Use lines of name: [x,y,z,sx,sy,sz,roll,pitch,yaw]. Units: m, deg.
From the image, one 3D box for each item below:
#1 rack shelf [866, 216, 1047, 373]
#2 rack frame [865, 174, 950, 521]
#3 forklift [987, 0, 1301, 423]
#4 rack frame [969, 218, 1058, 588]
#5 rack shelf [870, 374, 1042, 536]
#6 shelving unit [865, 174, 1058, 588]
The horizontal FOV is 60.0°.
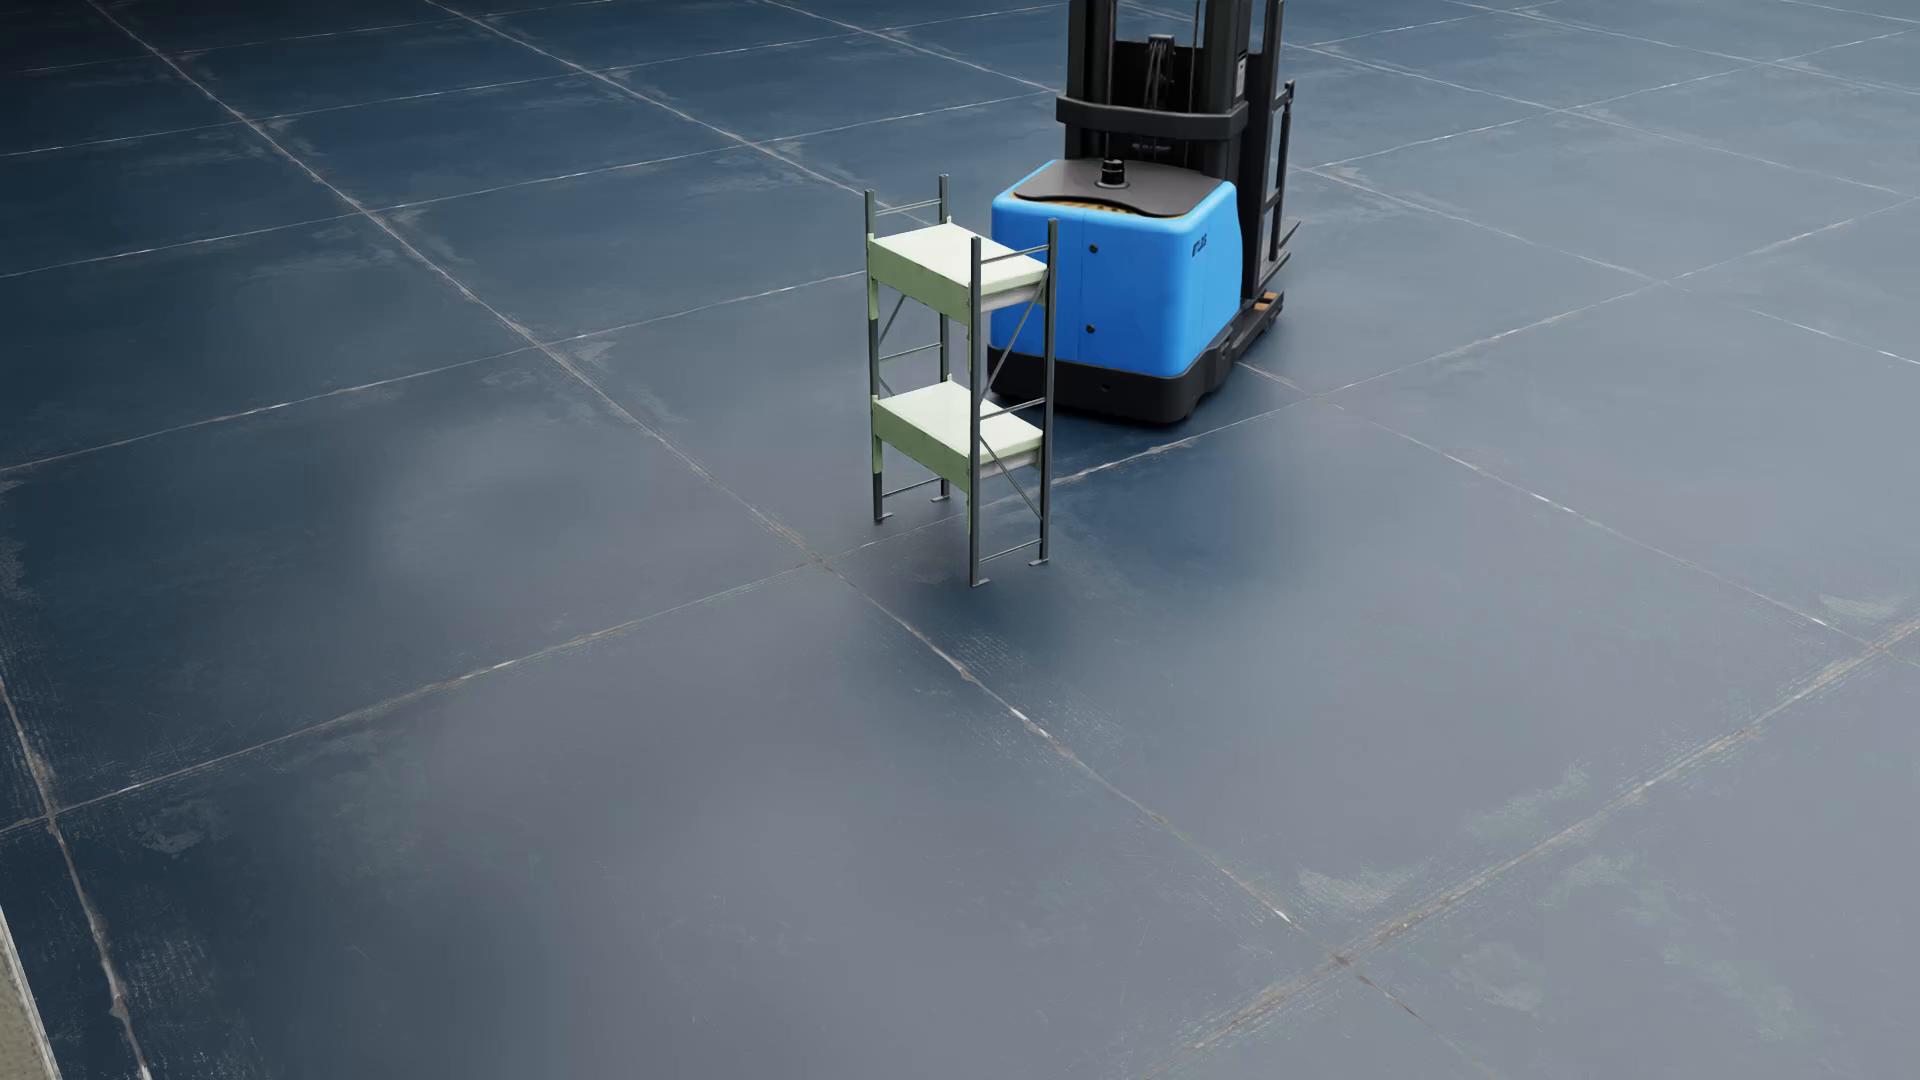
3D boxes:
rack shelf: [-0.004,-1.005,6.718,0.431,0.370,0.720,-19,34,-31]
rack frame: [-0.216,-0.804,7.166,0.400,1.500,0.023,-19,34,-31]
forklift: [1.216,-2.543,8.868,1.130,2.935,3.031,12,31,22]
rack frame: [0.208,-0.519,6.642,0.400,1.500,0.023,-19,34,-31]
rack shelf: [-0.004,-0.375,7.059,0.431,0.370,0.720,-19,34,-31]
shelving unit: [-0.004,-0.662,6.904,0.431,1.500,0.755,-19,34,-31]
